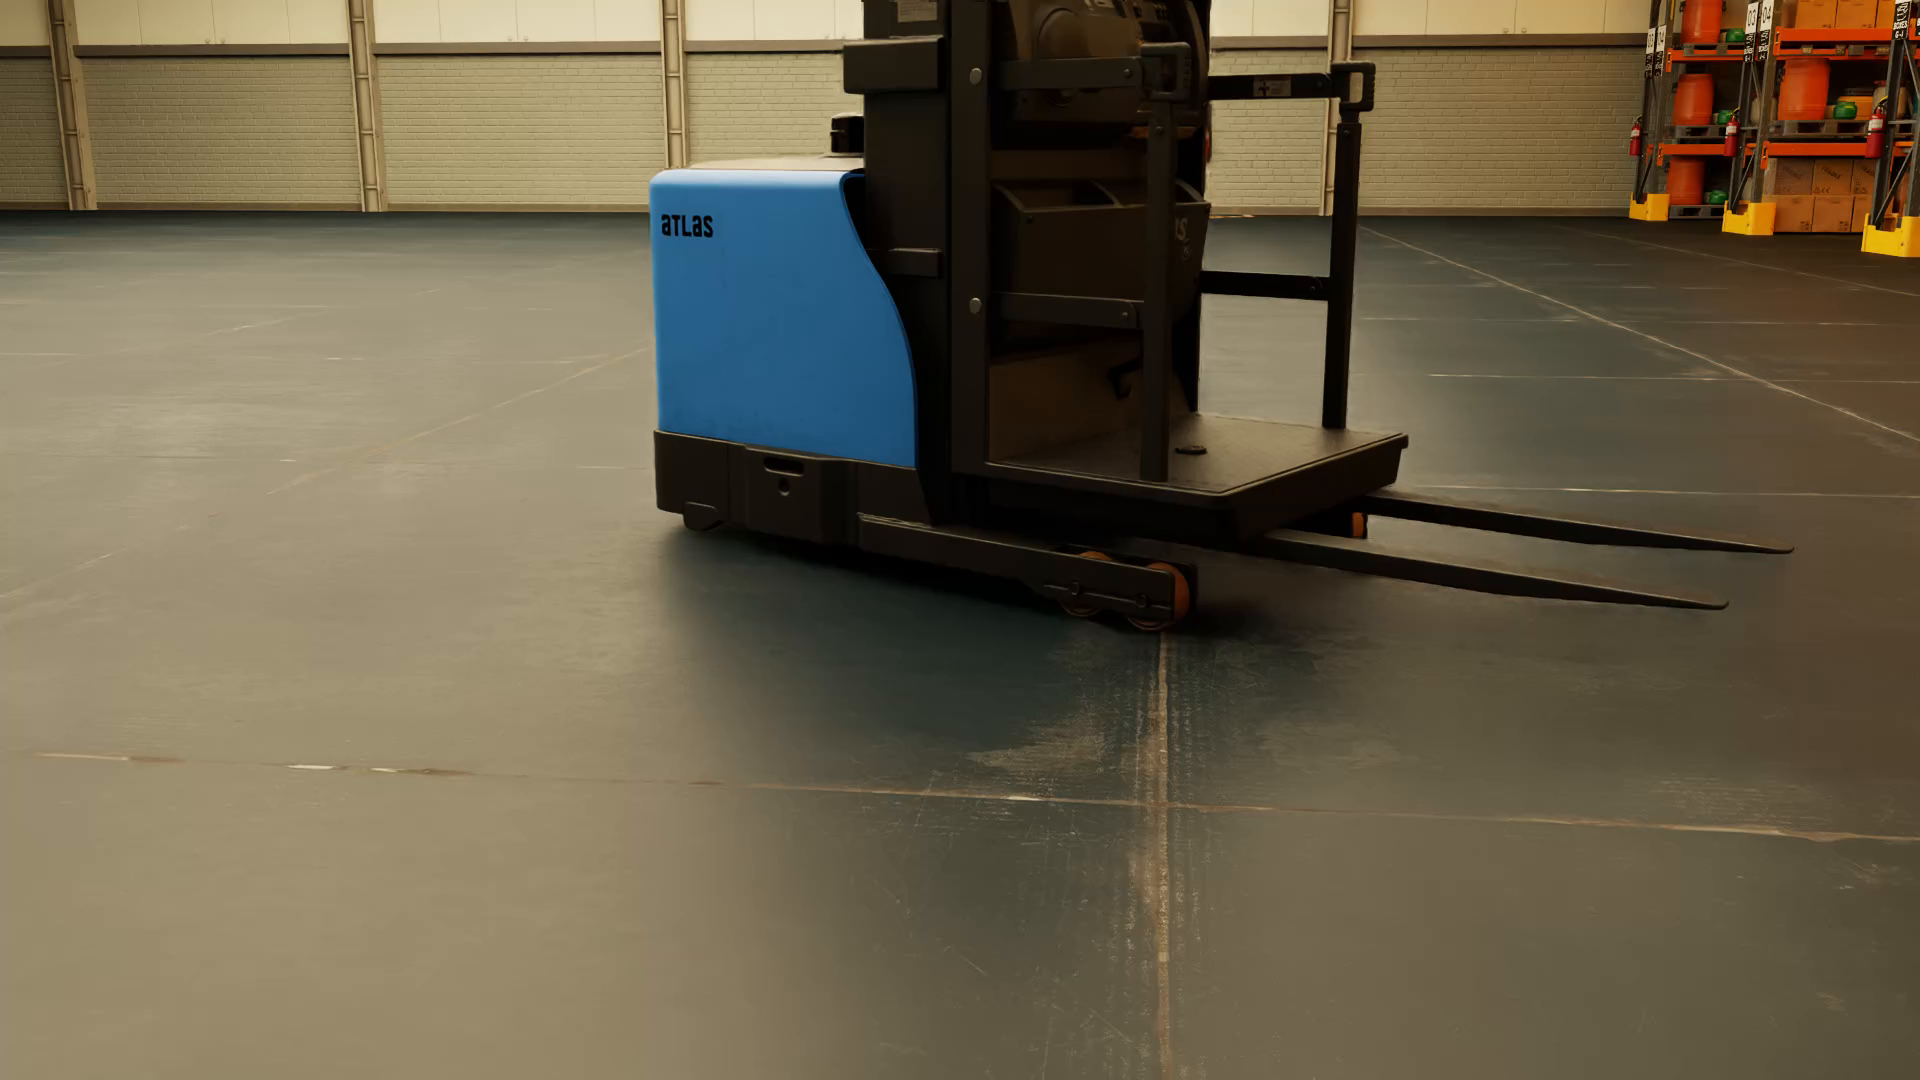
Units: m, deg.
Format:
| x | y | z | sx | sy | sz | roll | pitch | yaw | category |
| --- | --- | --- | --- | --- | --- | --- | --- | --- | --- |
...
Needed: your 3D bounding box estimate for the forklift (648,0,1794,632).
| x | y | z | sx | sy | sz | roll | pitch | yaw | category |
| --- | --- | --- | --- | --- | --- | --- | --- | --- | --- |
| 0.552 | -1.343 | 4.253 | 3.031 | 2.935 | 1.130 | 10 | 16 | 36 | forklift |
